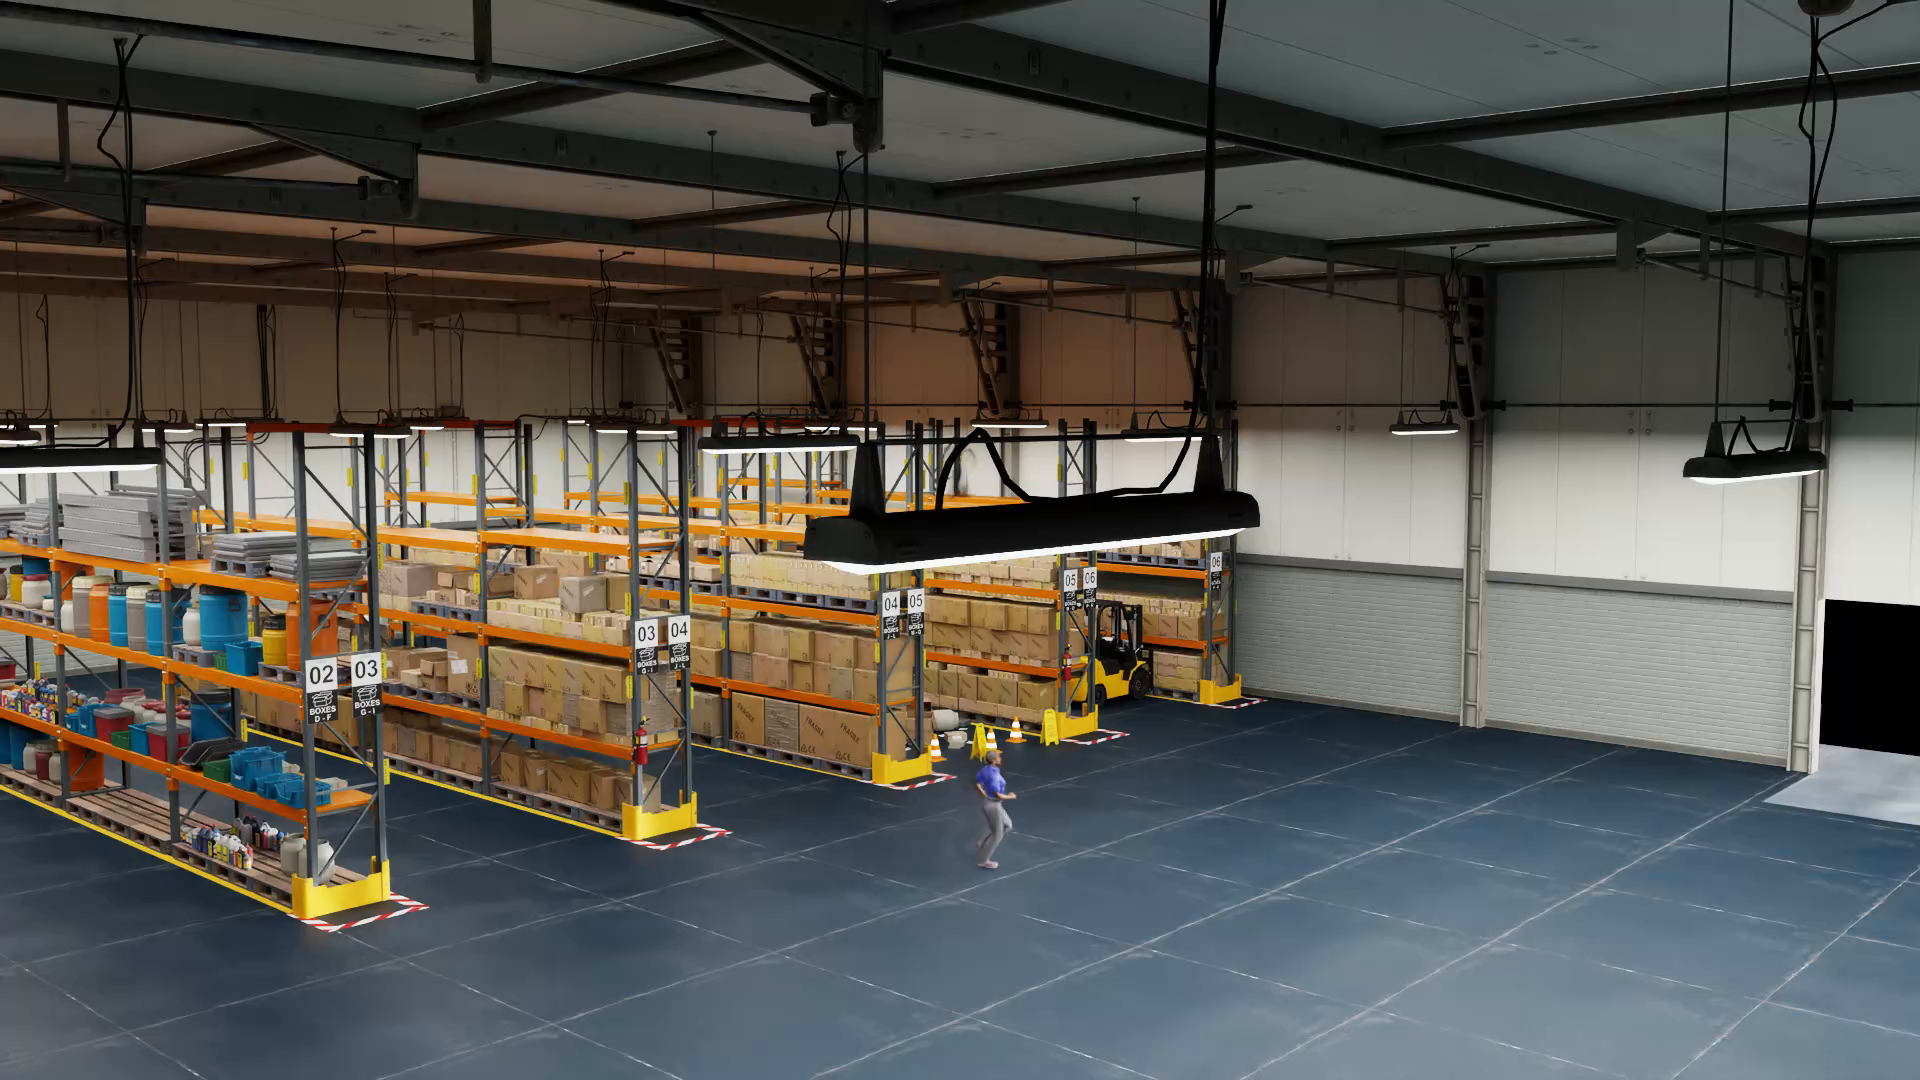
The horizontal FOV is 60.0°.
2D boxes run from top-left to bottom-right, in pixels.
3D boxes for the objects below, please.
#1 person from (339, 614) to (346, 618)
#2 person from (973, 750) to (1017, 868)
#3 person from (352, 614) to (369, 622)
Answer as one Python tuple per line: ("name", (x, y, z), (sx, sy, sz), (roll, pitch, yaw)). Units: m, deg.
("person", (-13.688, 2.490, 36.897), (0.603, 1.688, 0.665), (5, 7, 45))
("person", (0.504, 3.663, 22.752), (0.562, 1.618, 0.561), (-1, 5, -12))
("person", (-13.971, 2.319, 38.816), (0.766, 1.721, 0.582), (2, 5, 27))
